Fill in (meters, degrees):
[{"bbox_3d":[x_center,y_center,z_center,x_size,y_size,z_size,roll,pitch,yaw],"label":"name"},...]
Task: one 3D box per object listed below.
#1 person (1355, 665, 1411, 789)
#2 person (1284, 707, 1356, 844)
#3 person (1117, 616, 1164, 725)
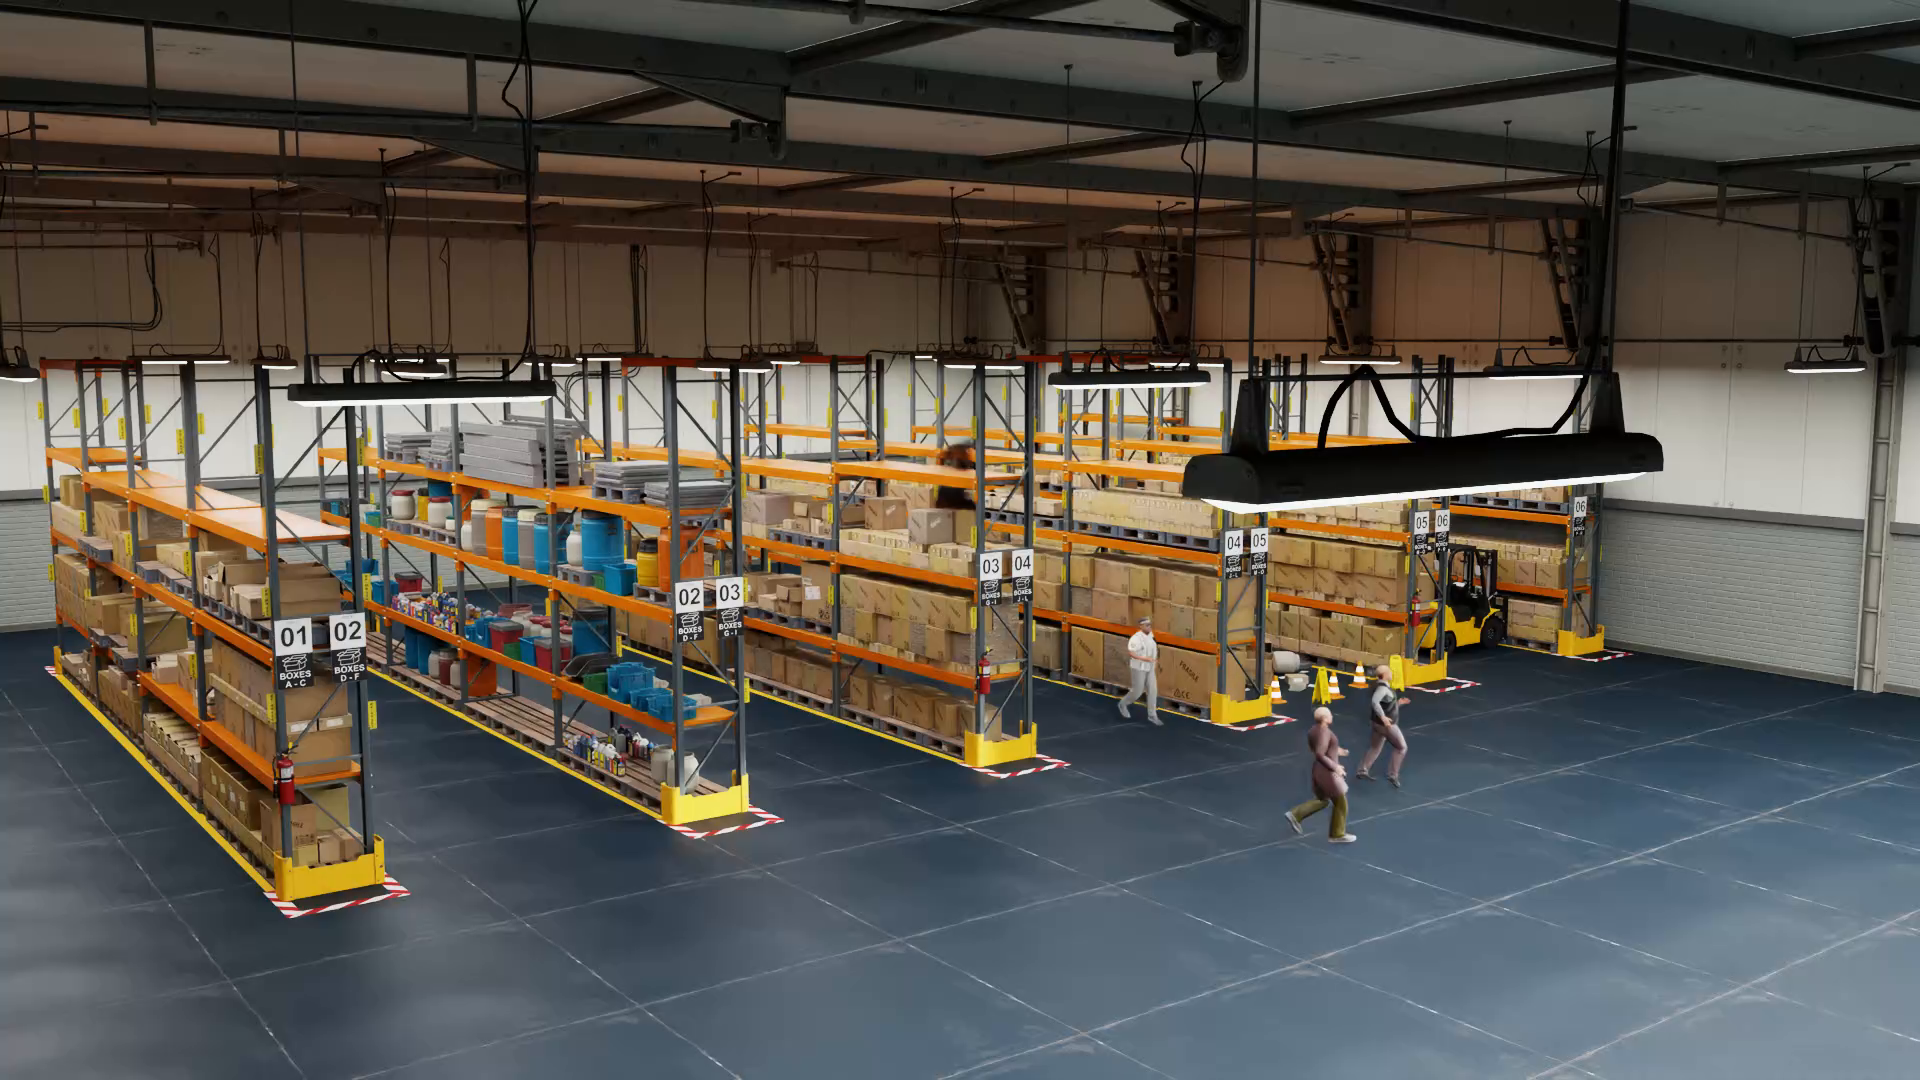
[{"bbox_3d":[6.020,2.655,23.601,0.752,1.780,0.624,-1,7,-6],"label":"person"},{"bbox_3d":[4.562,2.959,20.912,0.917,1.745,0.720,-1,7,-7],"label":"person"},{"bbox_3d":[3.027,2.140,27.643,0.686,1.806,0.867,-6,9,-42],"label":"person"}]
